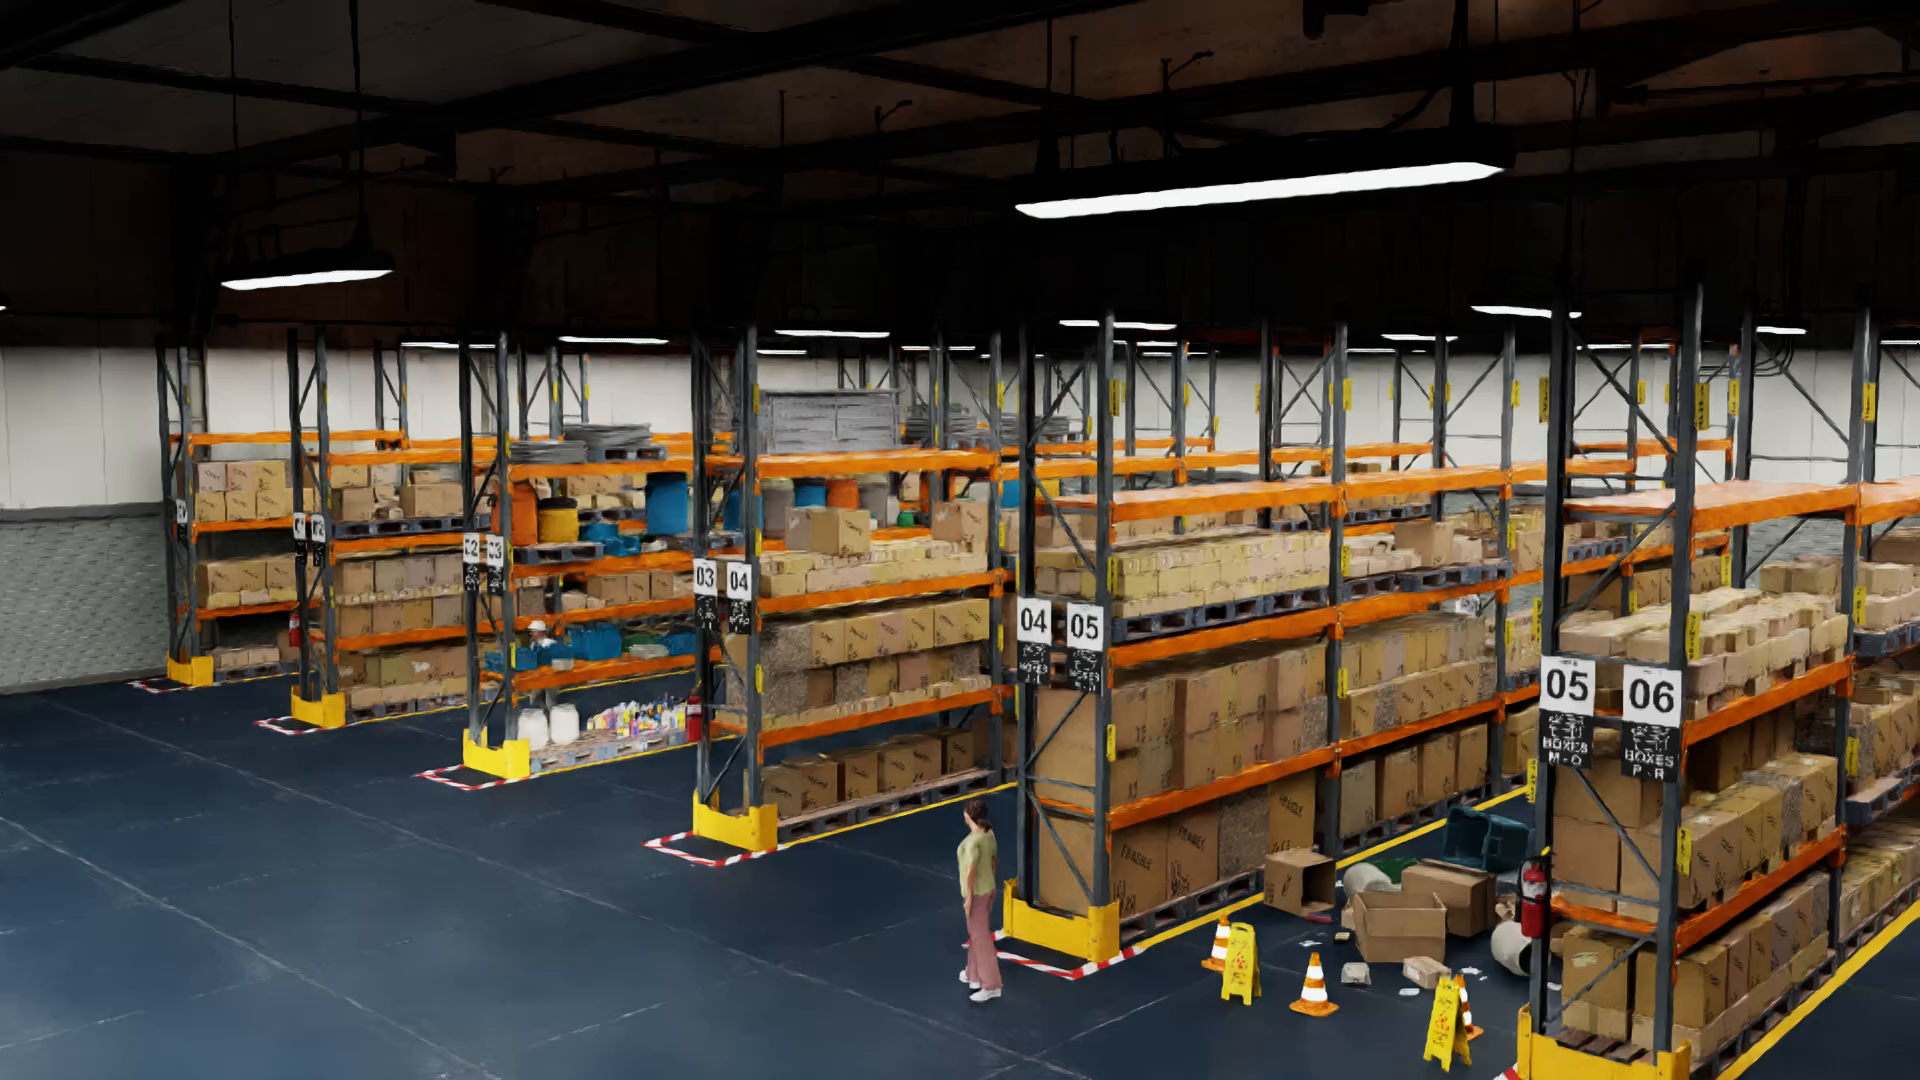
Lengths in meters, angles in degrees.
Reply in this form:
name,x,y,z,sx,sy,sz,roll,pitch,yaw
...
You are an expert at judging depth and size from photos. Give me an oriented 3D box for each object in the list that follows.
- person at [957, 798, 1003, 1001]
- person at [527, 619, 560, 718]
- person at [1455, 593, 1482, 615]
name,x,y,z,sx,sy,sz,roll,pitch,yaw
person,0.142,3.015,14.083,0.539,1.672,0.580,3,6,25
person,-6.120,2.010,24.536,0.677,1.726,0.574,5,7,41
person,9.423,1.450,30.799,0.563,1.662,0.566,-1,5,-8
